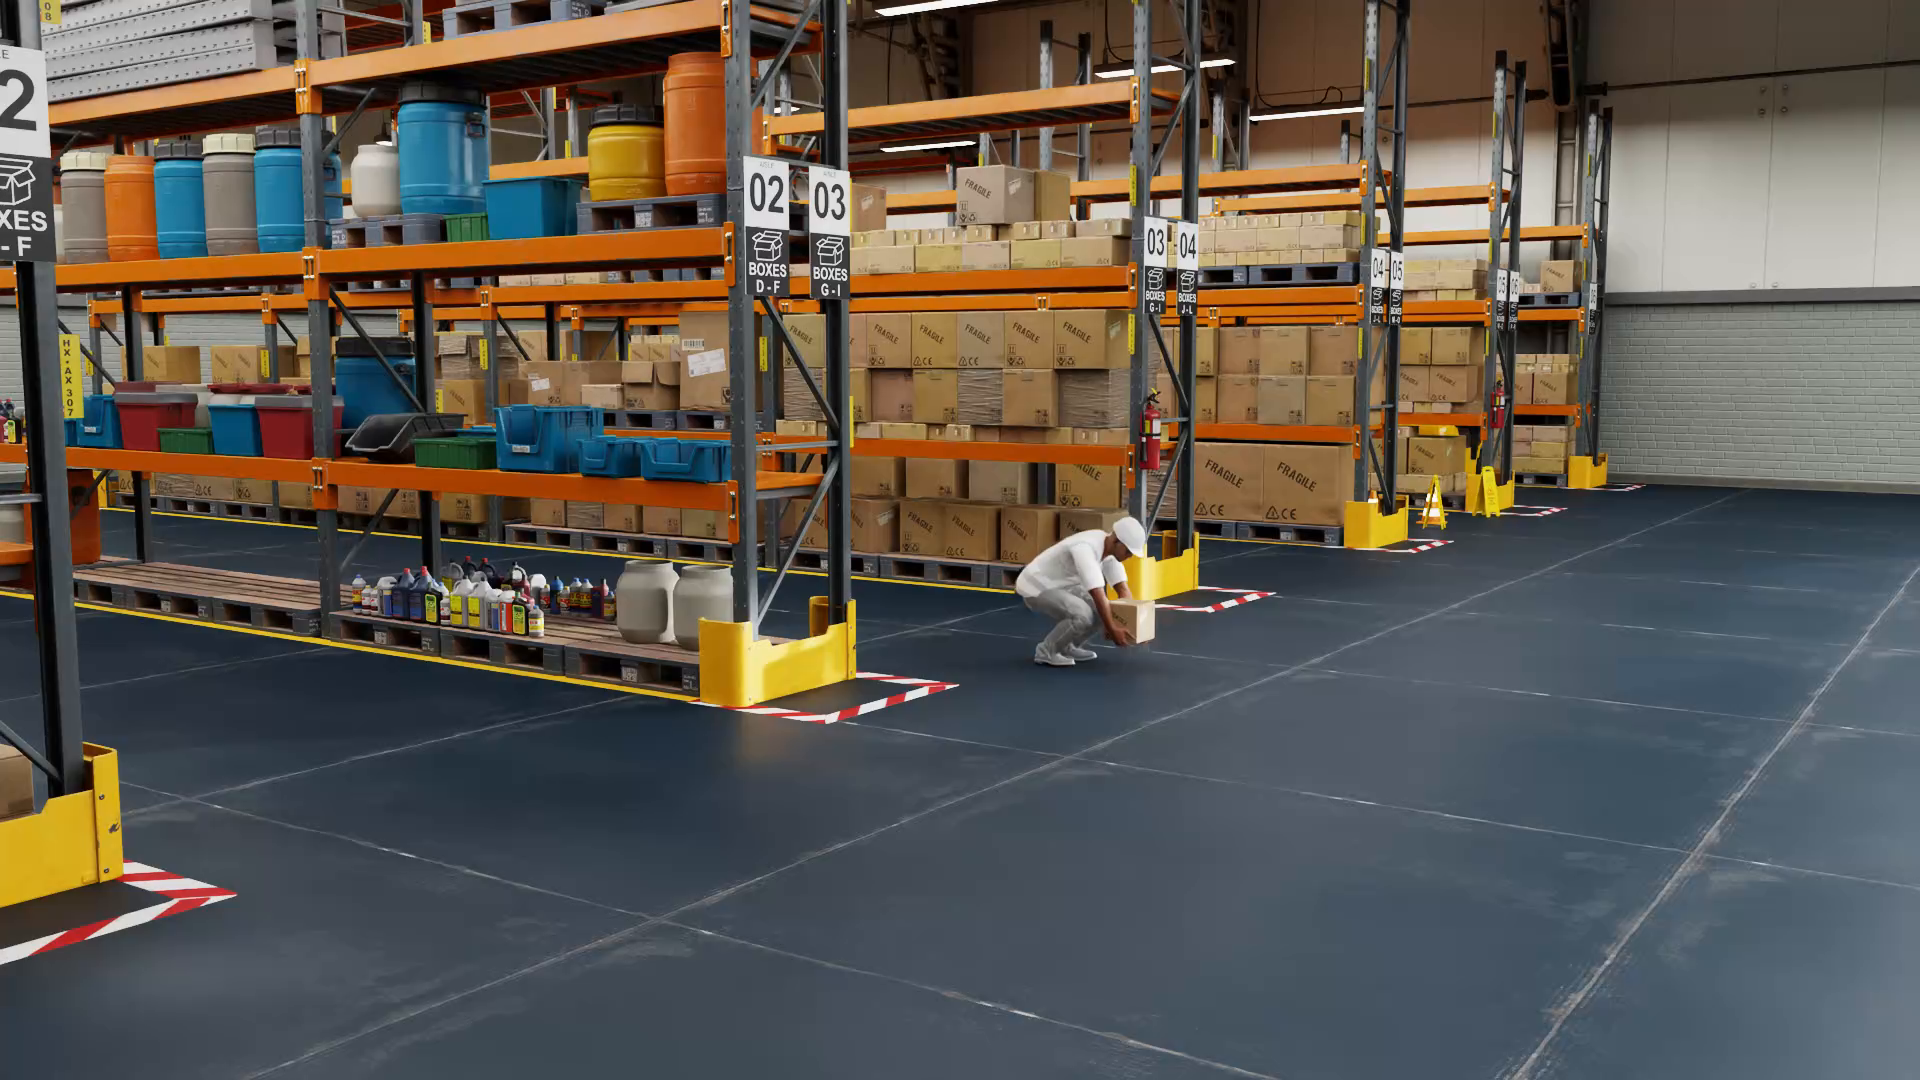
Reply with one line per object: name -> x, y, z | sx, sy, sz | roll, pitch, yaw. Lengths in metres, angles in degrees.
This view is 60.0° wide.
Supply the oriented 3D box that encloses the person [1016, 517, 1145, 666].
person -> 0.843, 0.335, 11.137 | 0.912, 1.008, 0.541 | 4, 7, 32
